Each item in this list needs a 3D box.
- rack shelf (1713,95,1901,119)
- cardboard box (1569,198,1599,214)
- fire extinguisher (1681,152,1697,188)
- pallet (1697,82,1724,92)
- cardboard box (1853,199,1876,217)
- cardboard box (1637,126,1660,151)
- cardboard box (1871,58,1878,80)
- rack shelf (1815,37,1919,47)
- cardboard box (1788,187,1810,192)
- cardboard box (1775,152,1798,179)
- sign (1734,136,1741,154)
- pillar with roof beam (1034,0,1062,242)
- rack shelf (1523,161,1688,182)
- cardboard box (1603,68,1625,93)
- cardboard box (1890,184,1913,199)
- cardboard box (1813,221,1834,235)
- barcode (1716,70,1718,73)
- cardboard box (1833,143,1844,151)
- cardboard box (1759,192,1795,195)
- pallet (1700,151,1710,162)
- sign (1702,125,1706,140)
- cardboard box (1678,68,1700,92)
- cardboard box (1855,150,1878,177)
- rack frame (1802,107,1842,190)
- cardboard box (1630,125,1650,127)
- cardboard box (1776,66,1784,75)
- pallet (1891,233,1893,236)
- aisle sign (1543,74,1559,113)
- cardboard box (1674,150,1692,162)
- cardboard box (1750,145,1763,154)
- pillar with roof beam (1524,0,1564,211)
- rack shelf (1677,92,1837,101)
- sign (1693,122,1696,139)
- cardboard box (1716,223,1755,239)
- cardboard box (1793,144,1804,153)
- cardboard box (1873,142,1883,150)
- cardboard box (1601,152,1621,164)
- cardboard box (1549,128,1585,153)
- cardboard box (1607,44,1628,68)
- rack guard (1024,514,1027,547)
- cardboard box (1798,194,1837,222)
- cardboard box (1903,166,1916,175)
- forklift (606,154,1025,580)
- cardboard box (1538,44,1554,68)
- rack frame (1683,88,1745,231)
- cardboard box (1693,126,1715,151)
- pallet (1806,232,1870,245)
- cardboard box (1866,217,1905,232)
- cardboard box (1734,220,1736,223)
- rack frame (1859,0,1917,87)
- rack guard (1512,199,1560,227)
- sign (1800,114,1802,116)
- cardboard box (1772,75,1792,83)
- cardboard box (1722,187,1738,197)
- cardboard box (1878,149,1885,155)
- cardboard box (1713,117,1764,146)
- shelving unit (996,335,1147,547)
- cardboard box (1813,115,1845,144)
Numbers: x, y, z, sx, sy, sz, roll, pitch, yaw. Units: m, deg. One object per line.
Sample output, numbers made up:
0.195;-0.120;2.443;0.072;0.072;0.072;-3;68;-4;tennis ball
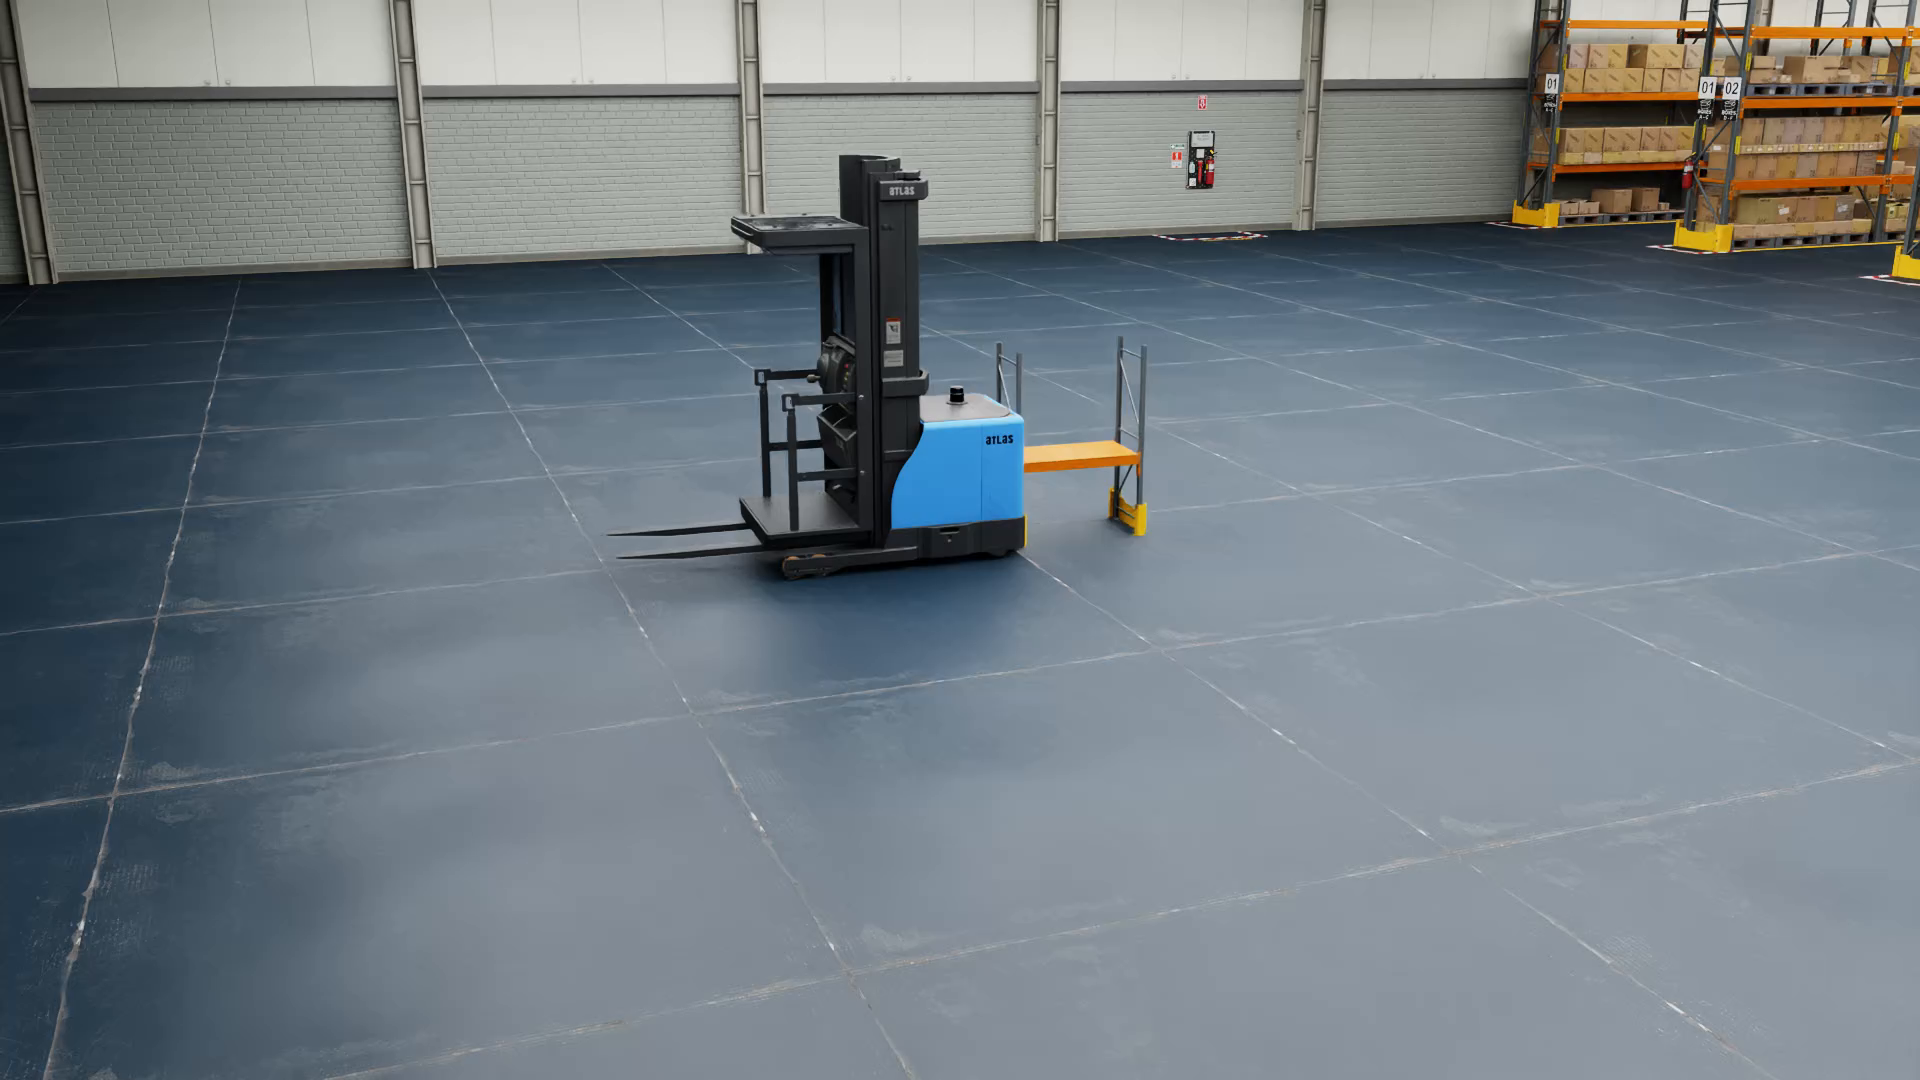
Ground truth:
16.243;-8.384;32.150;4.000;0.370;1.077;-6;17;-20;rack shelf
13.810;-7.416;36.892;0.500;0.311;0.500;-5;17;-15;cardboard box
14.099;-7.162;32.172;0.183;0.674;0.296;-6;17;-20;fire extinguisher
16.950;-10.178;37.316;1.003;0.211;1.213;-6;17;-20;pallet
18.387;-6.760;33.804;0.500;0.311;0.500;-6;17;-20;cardboard box
15.066;-8.864;36.729;0.500;0.500;0.500;-7;18;-22;cardboard box
20.978;-11.028;38.917;0.500;0.500;0.700;-7;18;-23;cardboard box
21.938;-11.741;38.968;4.000;0.370;1.077;-6;17;-20;rack shelf
19.416;-8.124;38.965;0.500;0.500;0.700;-6;17;-19;cardboard box
15.771;-7.283;32.270;0.500;0.500;0.700;-6;17;-20;cardboard box
14.569;-7.395;31.153;0.005;0.325;0.100;-6;17;-20;sign
3.279;-9.226;28.415;0.400;9.000;9.100;-6;17;-20;pillar with roof beam
14.467;-8.248;37.010;4.000;0.370;1.077;-6;17;-20;rack shelf
13.999;-9.955;36.008;0.500;0.500;0.500;-5;17;-18;cardboard box
22.416;-8.581;39.938;0.750;0.750;0.750;-6;17;-18;cardboard box
16.824;-6.168;32.784;0.500;0.250;0.500;-6;17;-20;cardboard box
14.485;-8.964;31.816;0.075;0.075;0.001;-6;17;-20;barcode
16.983;-7.665;32.420;0.250;0.149;0.380;-6;17;-20;cardboard box
16.166;-6.618;32.985;0.500;0.500;0.500;-6;17;-20;cardboard box
17.101;-8.742;37.755;1.213;0.211;1.003;-6;17;-20;pallet
16.536;-9.068;36.990;0.005;0.325;0.100;-6;17;-20;sign
15.949;-10.176;36.760;0.500;0.500;0.500;-6;17;-19;cardboard box
17.699;-7.494;32.986;0.500;0.500;0.700;-7;18;-22;cardboard box
20.070;-9.198;38.969;0.127;3.000;1.000;-6;17;-20;rack frame
15.337;-9.049;37.360;0.500;0.500;0.500;-6;17;-20;cardboard box
15.876;-8.995;32.119;0.500;0.311;0.500;-4;17;-14;cardboard box
19.926;-6.363;34.262;1.213;0.211;1.003;-6;17;-20;pallet
12.640;-9.553;35.562;0.004;0.787;0.394;-6;17;-20;aisle sign
16.001;-8.605;37.180;0.500;0.250;0.500;-6;17;-20;cardboard box
15.065;-7.458;31.714;0.250;0.149;0.380;-7;18;-22;cardboard box
14.484;-10.436;32.535;0.400;9.000;9.100;-6;17;-20;pillar with roof beam
18.202;-10.091;37.961;4.000;0.370;1.077;-6;17;-20;rack shelf
14.195;-7.902;32.080;0.005;0.325;0.100;-6;17;-20;sign
14.956;-5.966;32.098;0.500;0.250;0.500;-6;17;-20;cardboard box
16.021;-7.561;32.065;0.250;0.149;0.380;-6;18;-21;cardboard box
17.934;-7.767;32.768;0.250;0.149;0.380;-6;17;-20;cardboard box
14.127;-8.401;36.484;0.500;0.250;0.500;-6;18;-21;cardboard box
13.153;-8.658;36.029;0.500;0.500;0.500;-6;17;-20;cardboard box
14.007;-10.435;35.869;0.500;0.500;0.500;-6;17;-19;cardboard box
0.391;-0.147;13.027;0.087;0.250;0.587;-5;17;-17;rack guard
16.820;-6.531;32.690;0.500;0.500;0.500;-6;17;-20;cardboard box
19.012;-7.407;33.315;0.250;0.149;0.380;-6;17;-20;cardboard box
-1.086;-1.288;12.152;3.031;2.935;1.130;-5;17;-17;forklift
12.909;-10.480;36.024;0.500;0.500;0.500;-5;17;-18;cardboard box
14.376;-7.089;31.785;0.127;3.000;1.000;-6;17;-20;rack frame
16.822;-9.096;37.664;0.500;0.500;0.700;-6;17;-20;cardboard box
17.353;-6.085;33.316;1.213;0.211;1.003;-6;17;-20;pallet
18.576;-6.350;33.403;0.500;0.250;0.500;-7;18;-21;cardboard box
15.233;-6.156;32.745;0.500;0.250;0.500;-6;17;-20;cardboard box
18.111;-10.370;32.313;0.127;3.000;1.000;-6;17;-20;rack frame
12.671;-7.200;36.600;0.348;0.500;1.175;-6;17;-20;rack guard
19.868;-9.900;39.302;0.005;0.325;0.100;-6;17;-20;sign
15.537;-8.748;31.565;0.250;0.149;0.380;-6;17;-20;cardboard box
17.481;-7.951;38.376;0.500;0.500;0.700;-7;18;-21;cardboard box
21.652;-9.197;39.374;0.250;0.149;0.380;-6;17;-19;cardboard box
14.866;-7.808;31.755;0.500;0.500;0.700;-6;17;-20;cardboard box
0.865;-0.790;12.997;1.083;1.500;0.587;-5;17;-17;shelving unit
16.760;-8.014;32.458;0.500;0.500;0.700;-6;17;-20;cardboard box
